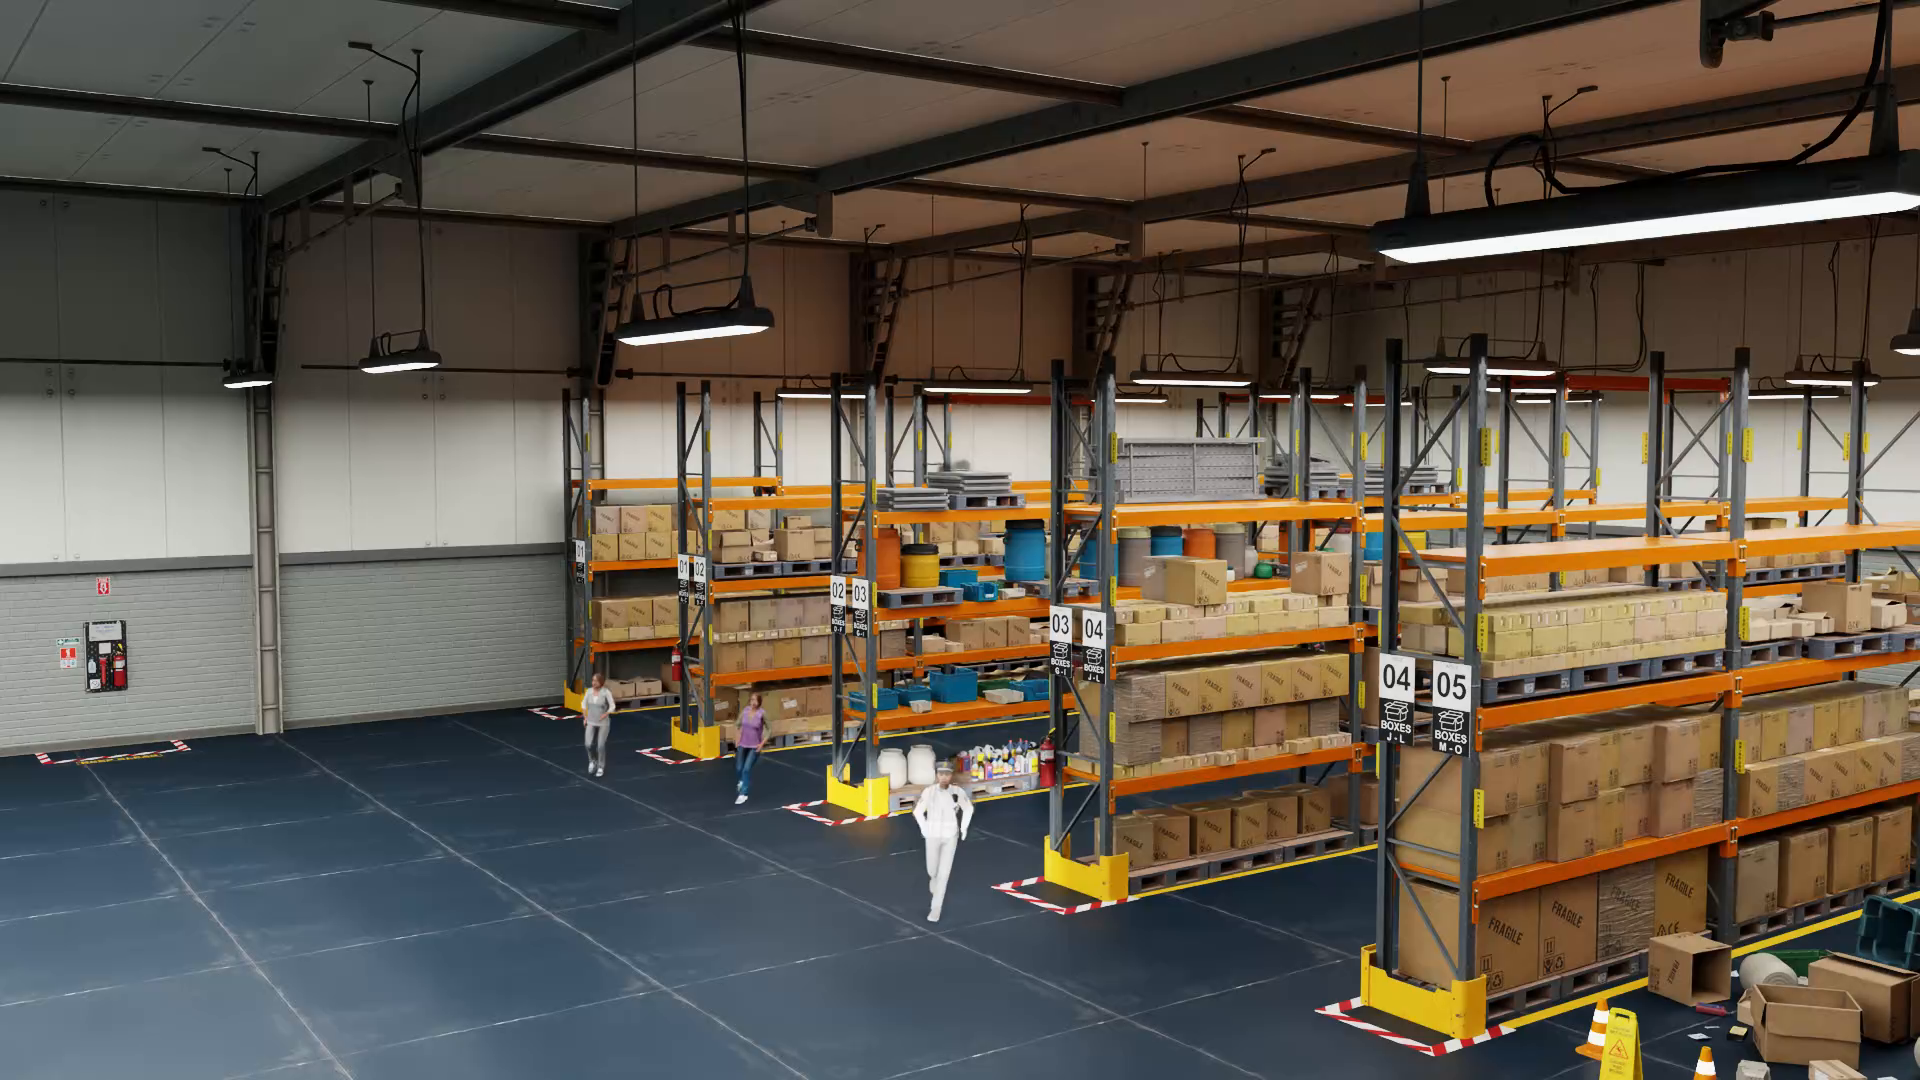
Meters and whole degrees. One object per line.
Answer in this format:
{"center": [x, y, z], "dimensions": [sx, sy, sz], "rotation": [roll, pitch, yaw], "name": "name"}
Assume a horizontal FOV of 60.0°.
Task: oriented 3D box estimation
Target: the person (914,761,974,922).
{"center": [-0.176, 3.189, 17.912], "dimensions": [0.639, 1.660, 0.850], "rotation": [0, 4, 2], "name": "person"}

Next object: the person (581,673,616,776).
{"center": [-5.434, 2.779, 24.918], "dimensions": [0.543, 1.568, 0.565], "rotation": [0, 4, -1], "name": "person"}

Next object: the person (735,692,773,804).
{"center": [-2.899, 2.901, 23.375], "dimensions": [0.580, 1.556, 0.518], "rotation": [1, 4, 10], "name": "person"}
